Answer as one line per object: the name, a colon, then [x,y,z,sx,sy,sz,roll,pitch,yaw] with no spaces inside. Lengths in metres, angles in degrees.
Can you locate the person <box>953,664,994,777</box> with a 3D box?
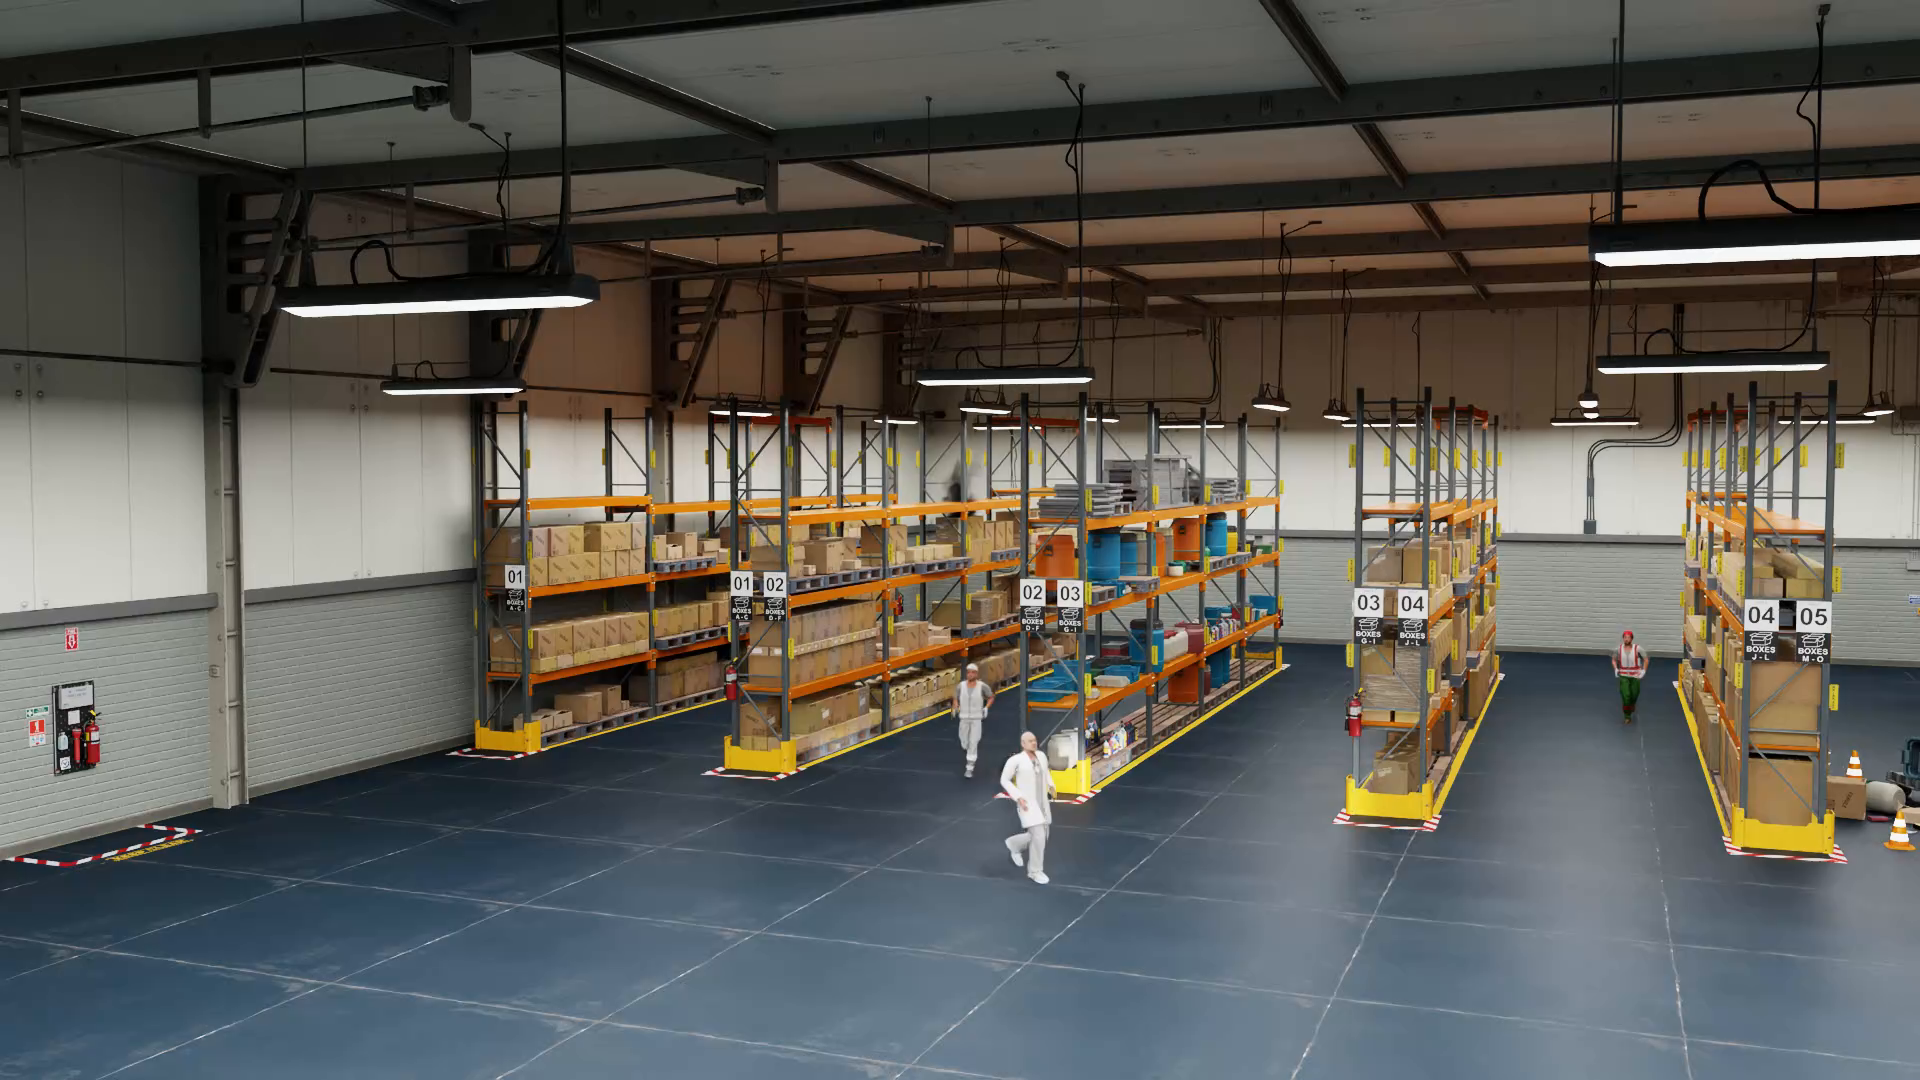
person: [0.203,2.843,26.417,0.654,1.760,0.797,1,3,11]

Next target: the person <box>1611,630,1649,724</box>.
person: [12.738,2.593,31.634,0.657,1.760,0.674,2,3,28]

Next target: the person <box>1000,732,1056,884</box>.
person: [0.819,3.168,19.883,0.706,1.763,0.760,-2,4,-39]
